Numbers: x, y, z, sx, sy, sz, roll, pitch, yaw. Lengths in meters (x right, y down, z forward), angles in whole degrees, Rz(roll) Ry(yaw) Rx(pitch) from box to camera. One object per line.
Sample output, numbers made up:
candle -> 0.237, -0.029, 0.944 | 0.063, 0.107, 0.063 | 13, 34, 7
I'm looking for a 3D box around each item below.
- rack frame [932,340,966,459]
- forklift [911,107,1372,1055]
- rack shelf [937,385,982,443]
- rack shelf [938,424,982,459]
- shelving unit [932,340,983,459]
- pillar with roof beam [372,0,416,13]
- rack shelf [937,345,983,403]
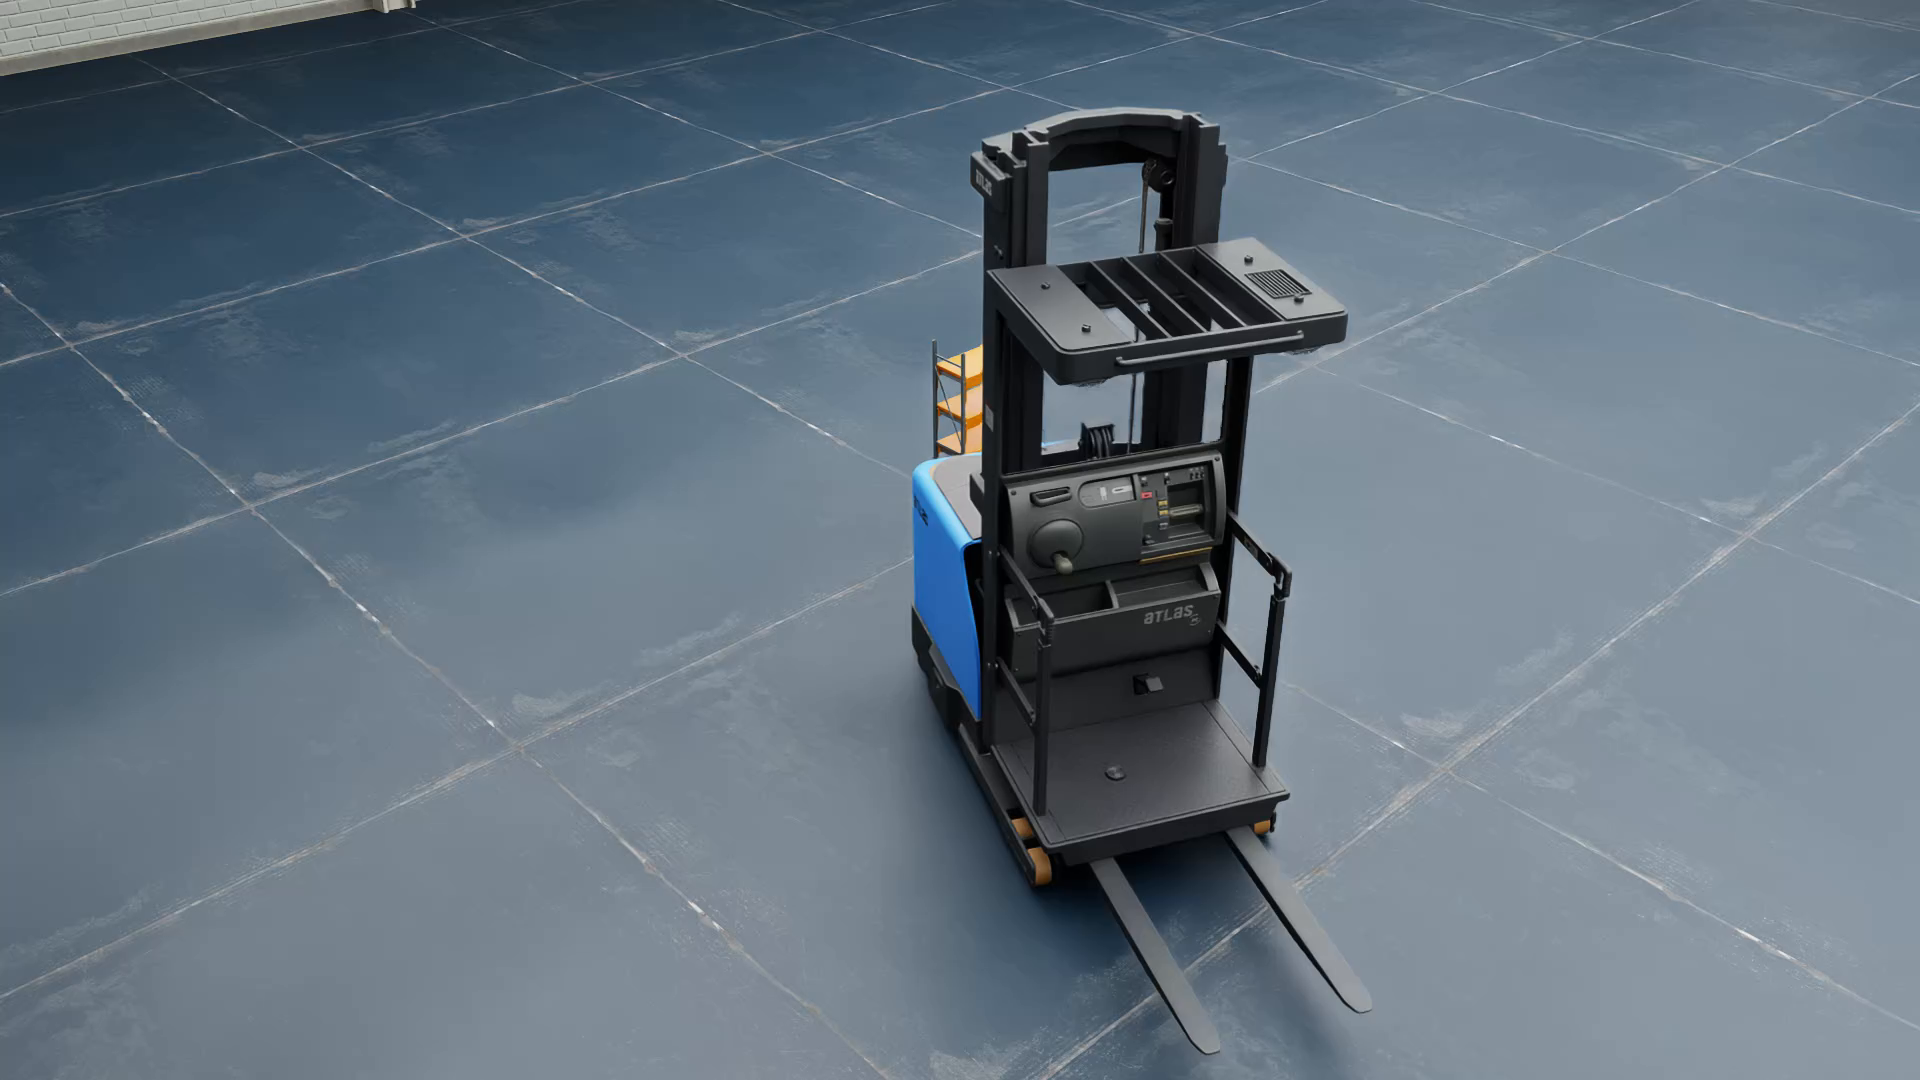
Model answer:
rack frame -> -0.058, -0.484, 8.891 | 0.015, 1.200, 0.240 | -26, 40, -35
forklift -> 0.707, -0.051, 6.524 | 1.130, 2.935, 3.031 | -10, 33, -16
rack shelf -> 0.121, -0.704, 8.951 | 0.480, 0.148, 0.258 | -26, 40, -35
rack shelf -> 0.121, -0.513, 9.068 | 0.480, 0.148, 0.258 | -26, 40, -35
shelving unit -> 0.121, -0.571, 9.033 | 0.503, 1.200, 0.258 | -26, 40, -35
pillar with roof beam -> -3.676, -8.404, 14.368 | 0.400, 9.000, 9.100 | -26, 40, -35
rack shelf -> 0.121, -0.906, 8.828 | 0.480, 0.148, 0.258 | -26, 40, -35
